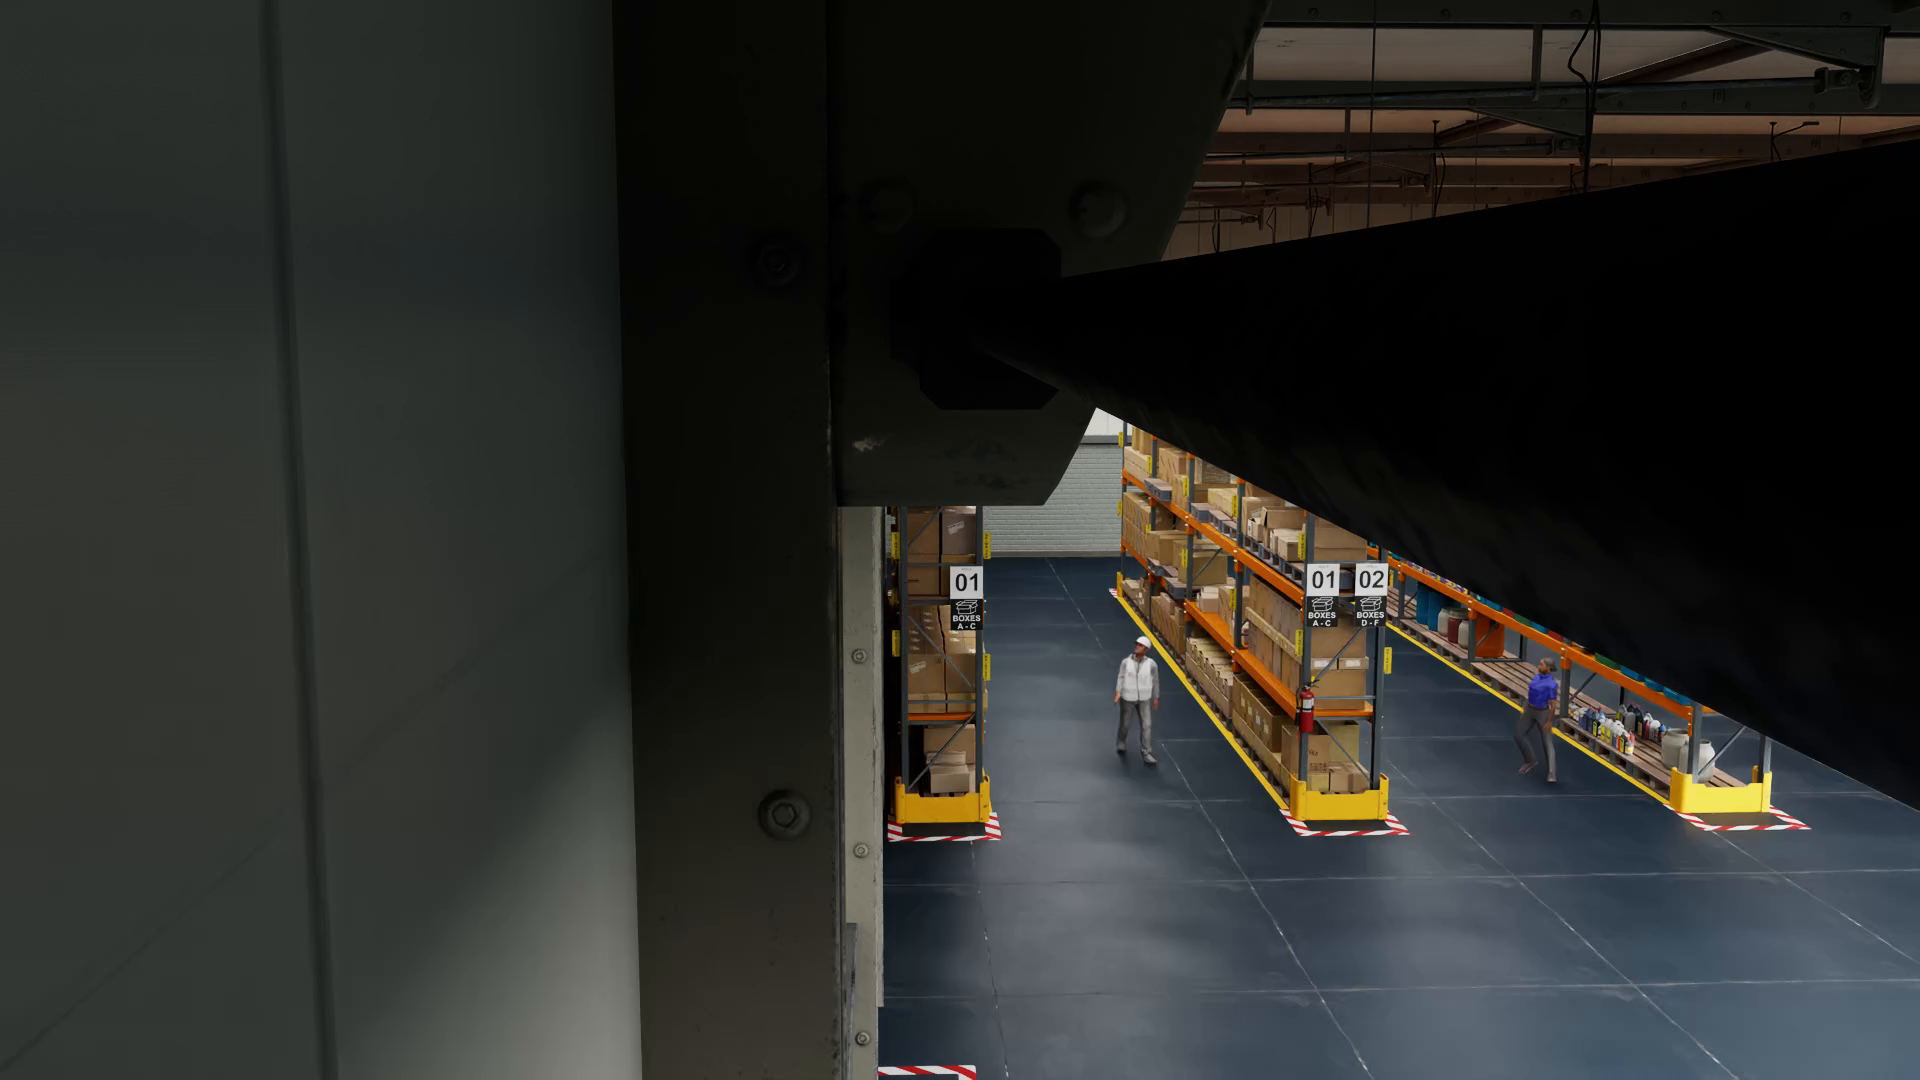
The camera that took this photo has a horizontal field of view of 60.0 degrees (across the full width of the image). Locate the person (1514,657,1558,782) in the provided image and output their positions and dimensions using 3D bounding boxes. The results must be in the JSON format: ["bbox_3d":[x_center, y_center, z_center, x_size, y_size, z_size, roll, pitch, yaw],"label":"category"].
[{"bbox_3d":[7.801,2.387,22.357,0.352,1.671,0.622,-5,9,-32],"label":"person"}]

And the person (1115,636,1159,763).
[{"bbox_3d":[2.471,2.220,23.311,0.690,1.709,1.018,-2,8,-11],"label":"person"}]
